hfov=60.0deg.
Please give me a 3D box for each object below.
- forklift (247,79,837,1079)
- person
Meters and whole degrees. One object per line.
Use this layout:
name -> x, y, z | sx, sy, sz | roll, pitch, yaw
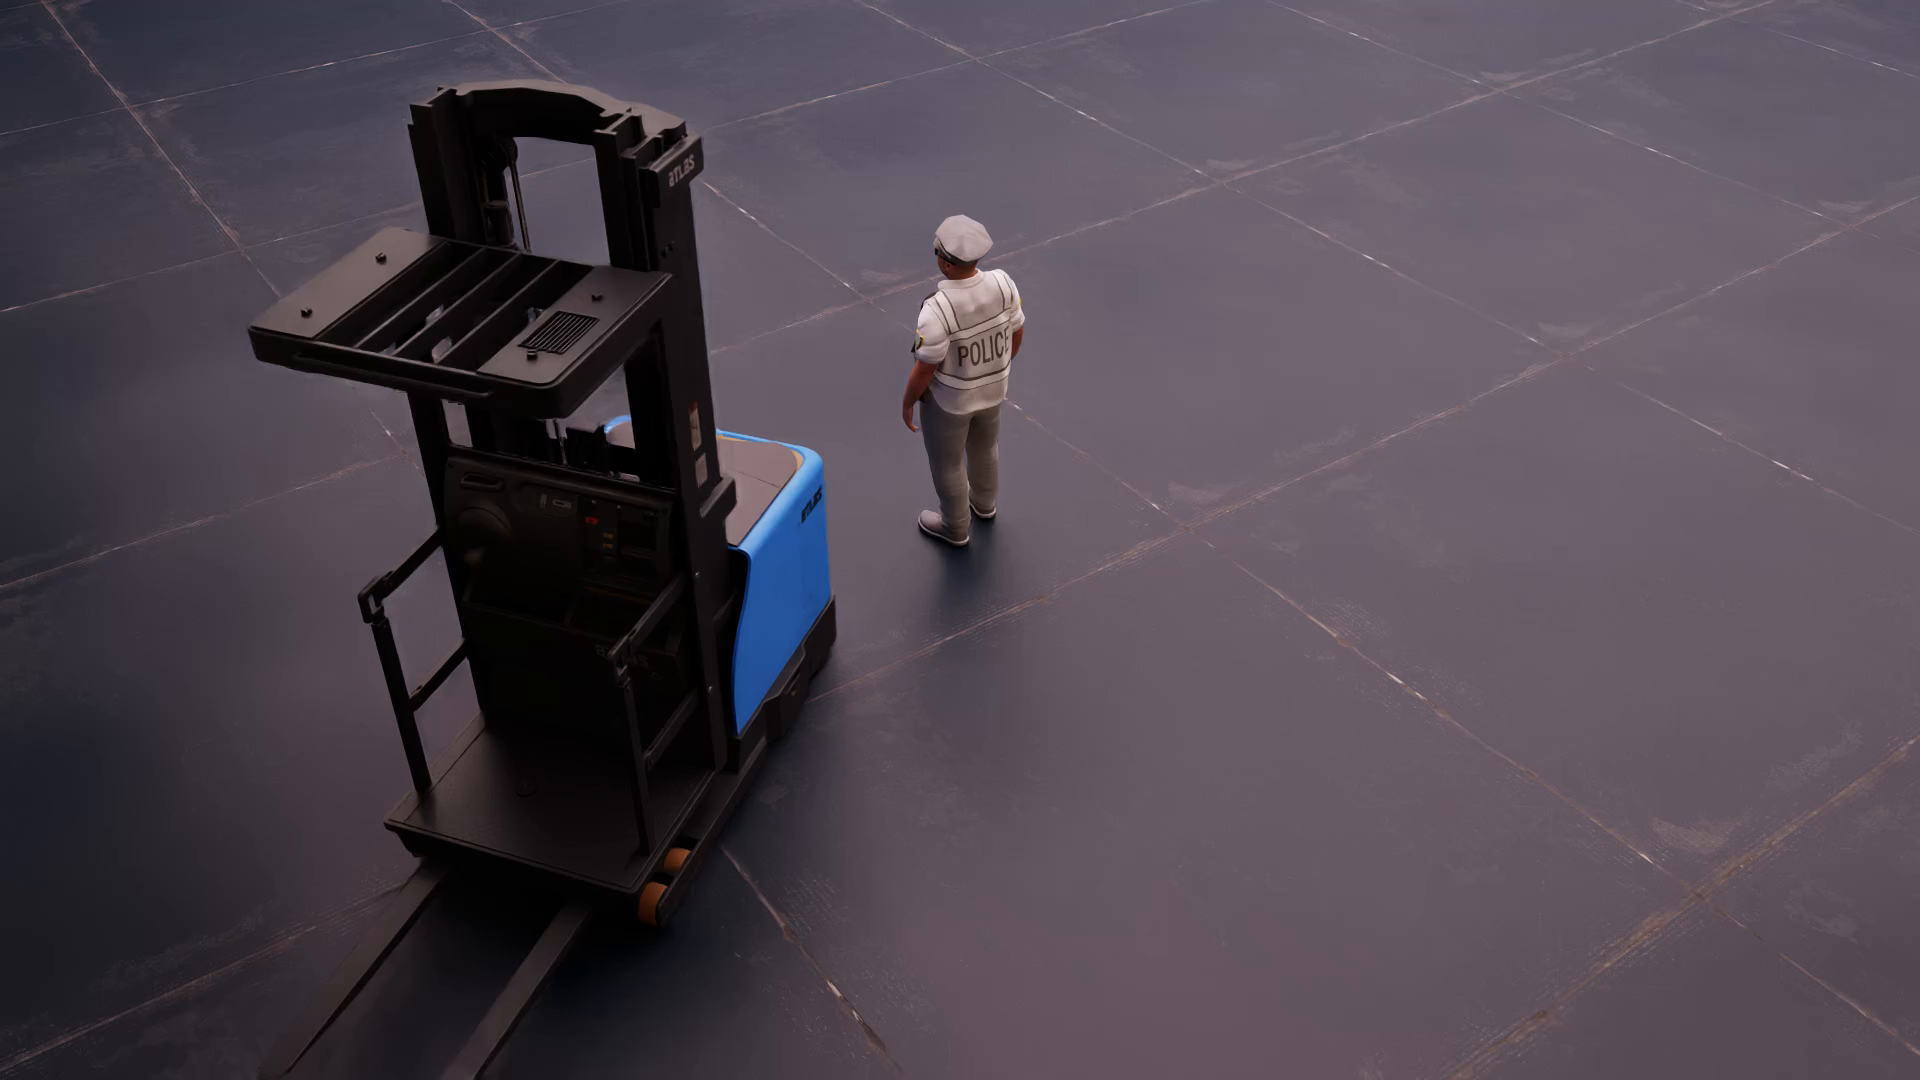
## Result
forklift -> -1.541, 0.027, 5.908 | 1.130, 2.935, 3.031 | 12, 38, 16
person -> -0.035, -0.764, 7.933 | 0.640, 1.781, 0.575 | -23, 42, -28
